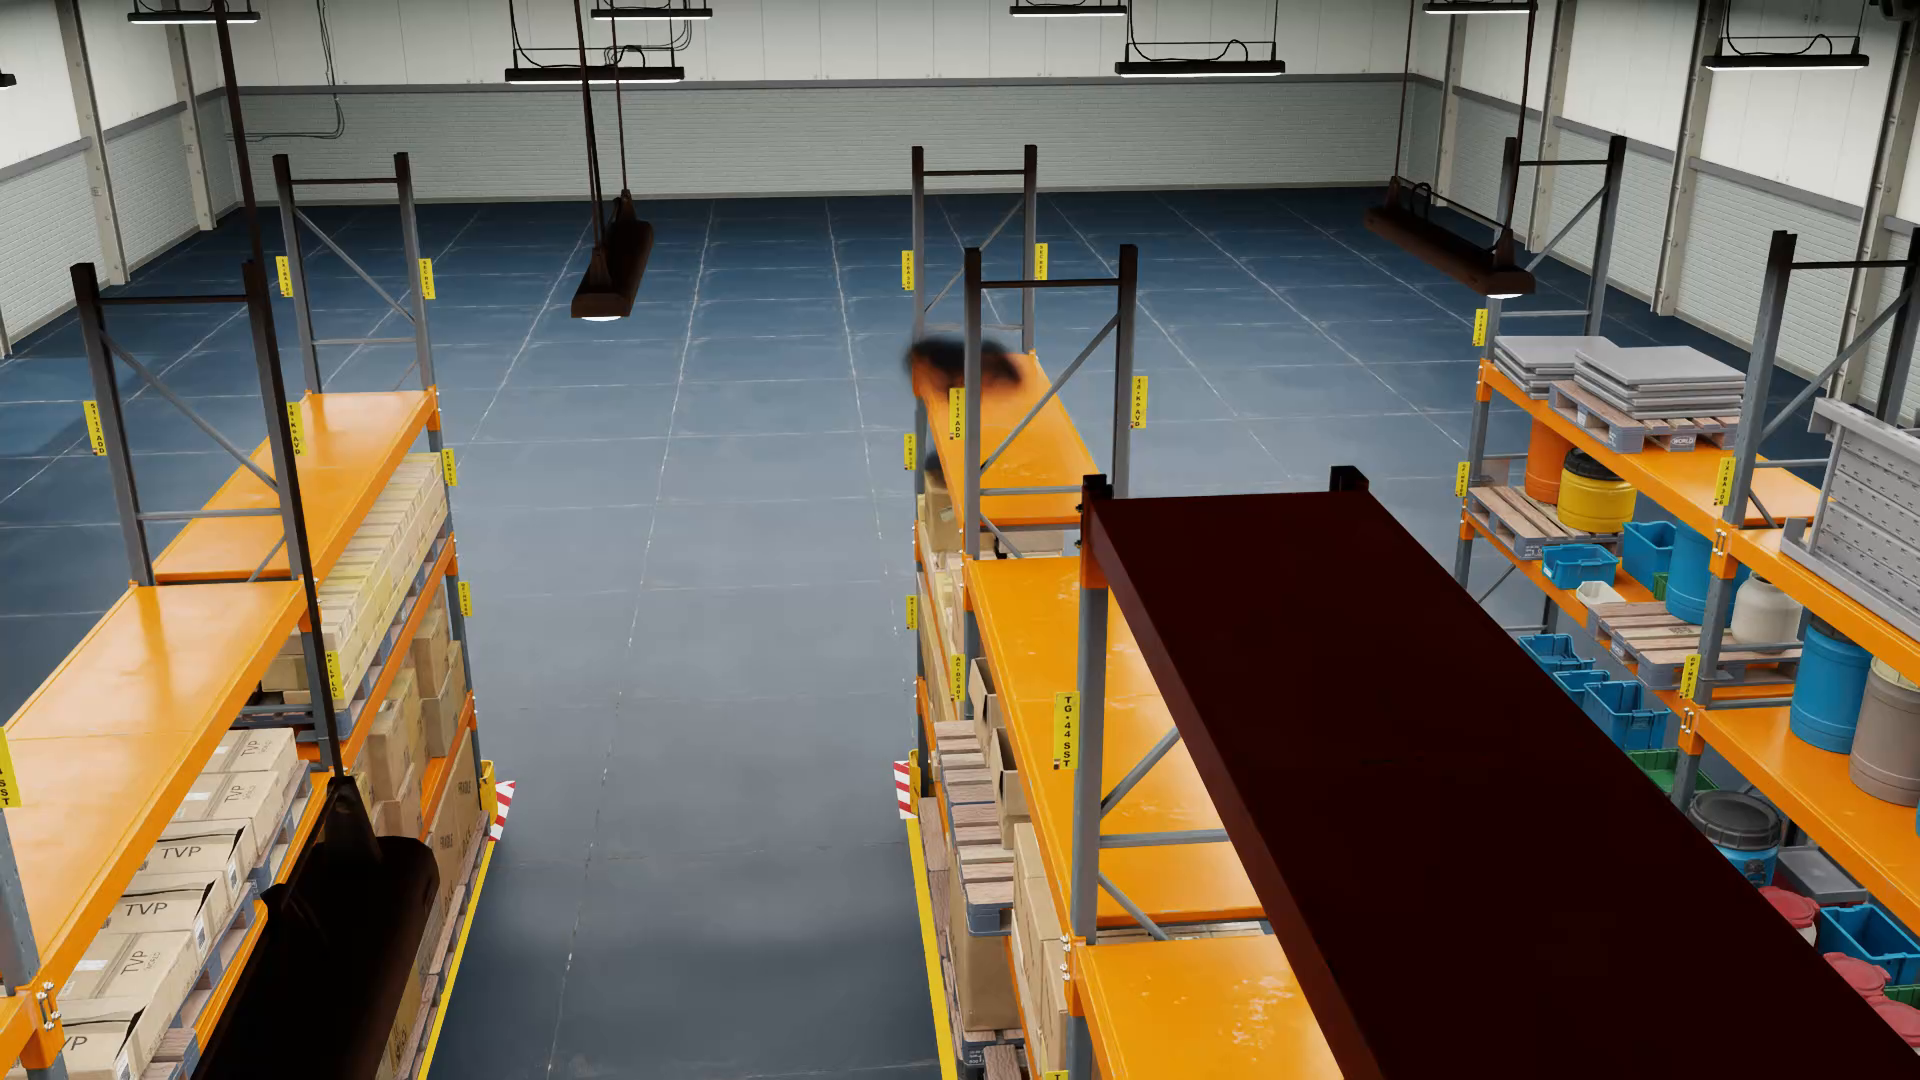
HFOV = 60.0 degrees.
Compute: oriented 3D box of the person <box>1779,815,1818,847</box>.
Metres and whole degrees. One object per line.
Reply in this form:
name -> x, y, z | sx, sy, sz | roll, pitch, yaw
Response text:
person -> 6.904, 2.299, 13.709 | 0.571, 1.563, 0.801 | -9, 23, -22
